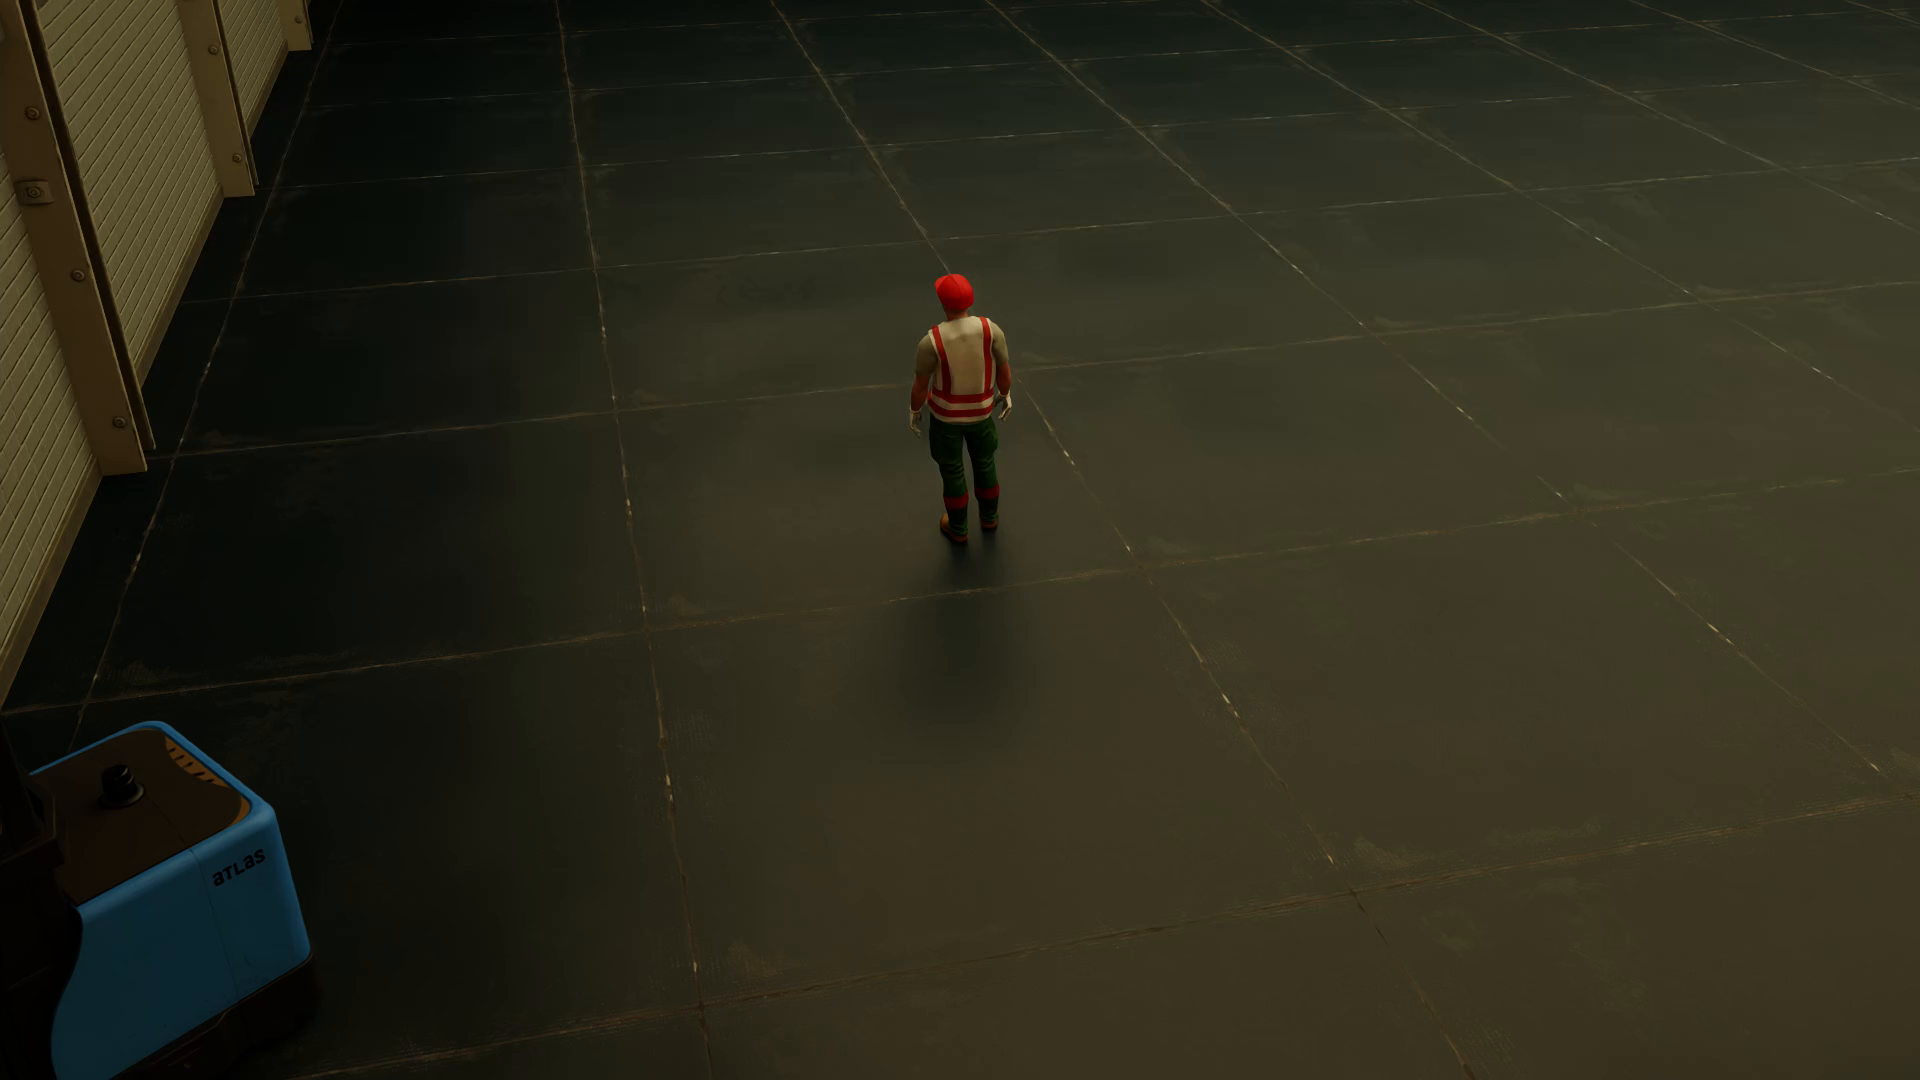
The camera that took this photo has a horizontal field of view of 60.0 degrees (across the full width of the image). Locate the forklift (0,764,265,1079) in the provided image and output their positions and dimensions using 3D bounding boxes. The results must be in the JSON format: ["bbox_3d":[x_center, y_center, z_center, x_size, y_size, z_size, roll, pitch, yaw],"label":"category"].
[{"bbox_3d":[-4.030,1.120,5.641,1.121,2.935,3.031,23,37,34],"label":"forklift"}]

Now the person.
[{"bbox_3d":[0.010,-0.788,10.058,0.637,1.687,0.424,-7,31,-12],"label":"person"}]
